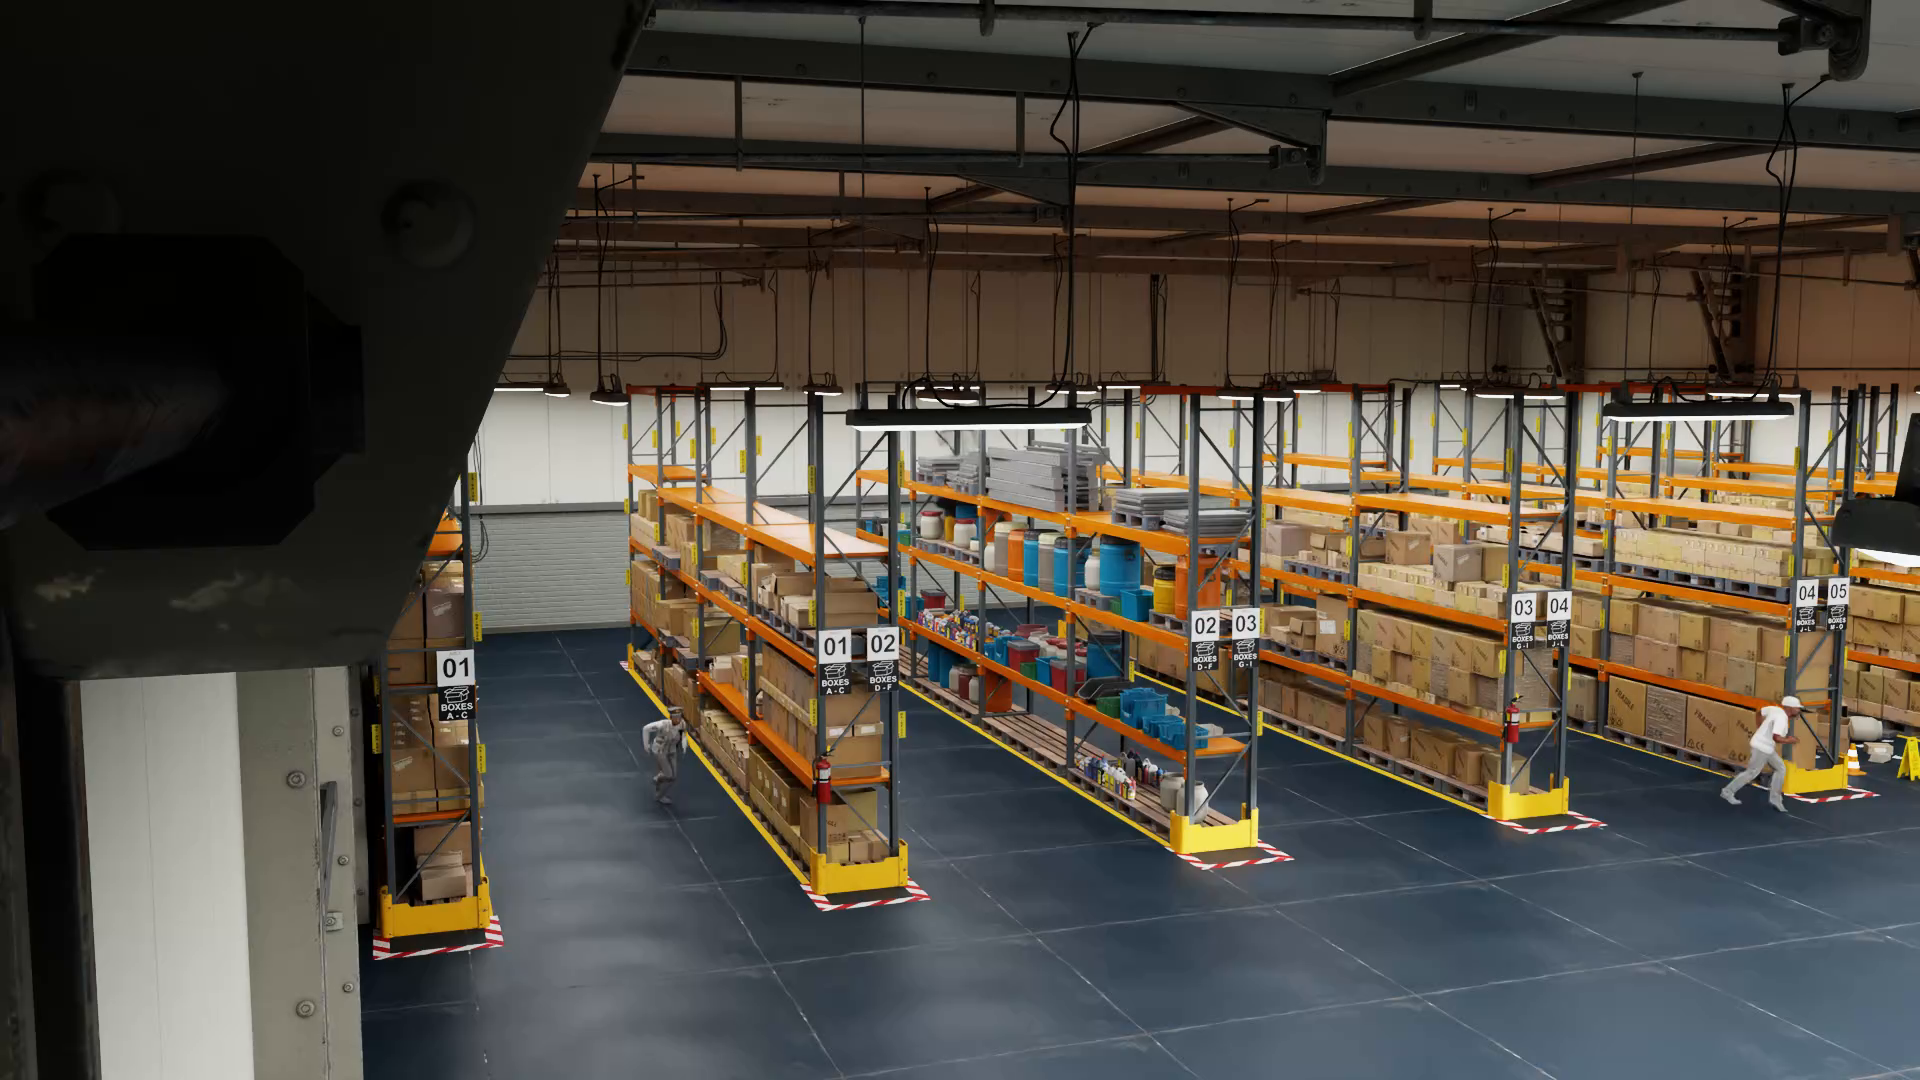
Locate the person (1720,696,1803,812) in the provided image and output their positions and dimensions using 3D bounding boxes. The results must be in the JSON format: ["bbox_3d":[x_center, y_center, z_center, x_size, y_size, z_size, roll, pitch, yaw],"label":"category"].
[{"bbox_3d":[11.505,3.067,23.877,1.031,1.716,0.745,2,6,18],"label":"person"}]

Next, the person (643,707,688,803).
[{"bbox_3d":[-4.251,3.120,24.044,0.640,1.491,0.748,-5,8,-39],"label":"person"}]

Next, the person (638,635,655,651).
[{"bbox_3d":[-6.629,1.789,36.410,0.841,1.588,0.554,-2,6,-20],"label":"person"}]

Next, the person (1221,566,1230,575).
[{"bbox_3d":[6.428,1.306,40.499,0.708,1.726,0.702,3,6,24],"label":"person"}]
